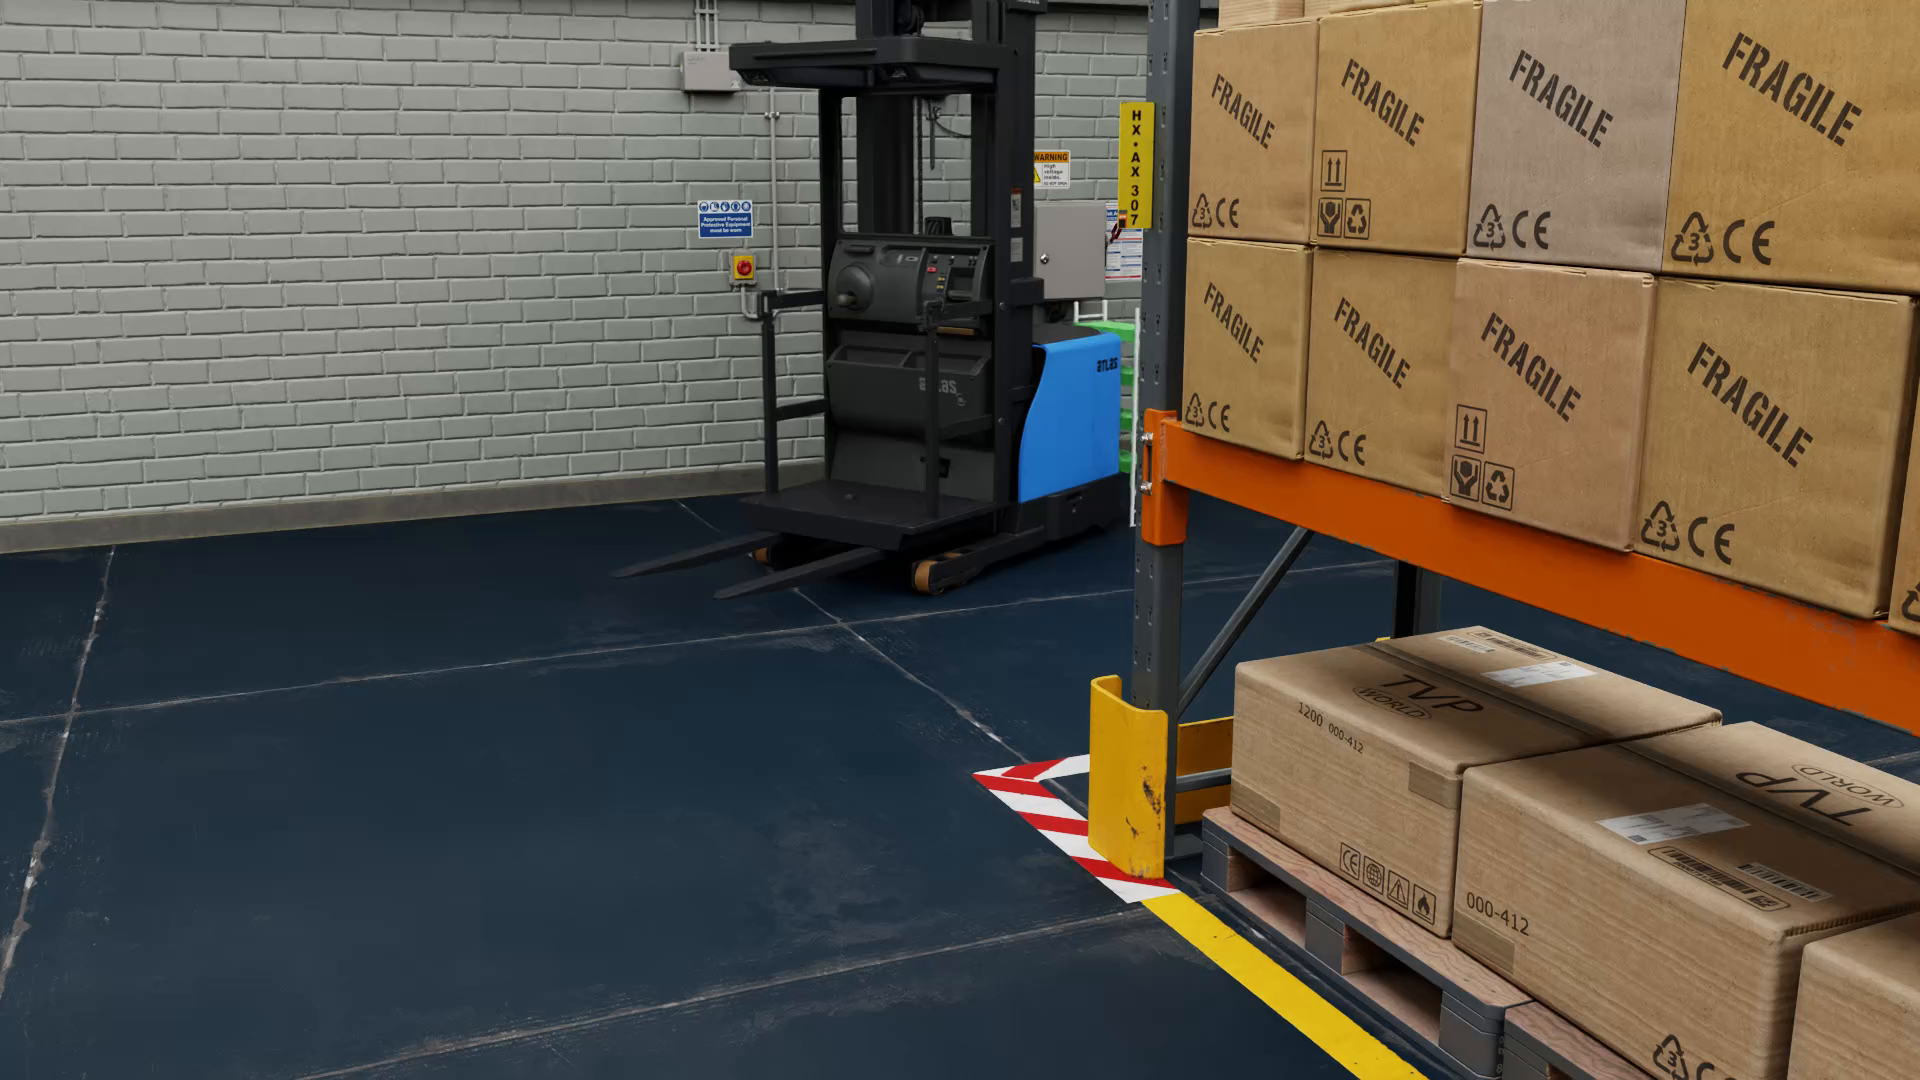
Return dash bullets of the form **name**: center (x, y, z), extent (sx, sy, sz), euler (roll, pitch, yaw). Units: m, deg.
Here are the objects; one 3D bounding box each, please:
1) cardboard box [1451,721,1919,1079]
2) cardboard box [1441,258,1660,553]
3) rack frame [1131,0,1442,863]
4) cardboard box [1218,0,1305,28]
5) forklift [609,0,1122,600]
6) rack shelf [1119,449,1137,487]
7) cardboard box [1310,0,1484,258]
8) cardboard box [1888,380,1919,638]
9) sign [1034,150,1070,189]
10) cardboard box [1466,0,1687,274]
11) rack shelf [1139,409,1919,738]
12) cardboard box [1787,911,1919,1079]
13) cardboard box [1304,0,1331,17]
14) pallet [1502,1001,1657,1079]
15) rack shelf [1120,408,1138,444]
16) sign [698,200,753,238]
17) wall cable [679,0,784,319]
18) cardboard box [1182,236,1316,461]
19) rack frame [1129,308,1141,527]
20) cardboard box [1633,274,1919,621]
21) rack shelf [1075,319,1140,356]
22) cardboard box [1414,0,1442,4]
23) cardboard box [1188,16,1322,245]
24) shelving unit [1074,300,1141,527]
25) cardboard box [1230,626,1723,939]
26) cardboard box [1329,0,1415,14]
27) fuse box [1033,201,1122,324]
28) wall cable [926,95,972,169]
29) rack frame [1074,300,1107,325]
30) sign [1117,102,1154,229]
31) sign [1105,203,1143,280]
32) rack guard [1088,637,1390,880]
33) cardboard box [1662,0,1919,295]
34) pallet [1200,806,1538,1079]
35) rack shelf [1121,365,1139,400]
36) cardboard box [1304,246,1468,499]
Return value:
- **cardboard box**: center (1.706, 0.782, 3.589), extent (0.875, 0.438, 0.875), euler (-5, 14, -21)
- **cardboard box**: center (1.320, -0.292, 3.258), extent (0.500, 0.500, 0.500), euler (-6, 14, -23)
- **rack frame**: center (0.975, -0.577, 4.711), extent (1.000, 3.000, 0.127), euler (-6, 14, -23)
- **cardboard box**: center (0.864, -1.331, 4.089), extent (0.380, 0.149, 0.250), euler (-5, 14, -22)
- **forklift**: center (-0.378, -1.292, 7.952), extent (1.130, 2.935, 3.031), euler (9, 16, 34)
- **rack shelf**: center (0.885, -0.423, 9.380), extent (0.258, 0.148, 0.480), euler (-10, 16, -37)
- **cardboard box**: center (1.120, -0.882, 3.589), extent (0.500, 0.500, 0.500), euler (-6, 14, -24)
- **cardboard box**: center (1.732, -0.081, 2.344), extent (0.500, 0.500, 0.500), euler (-6, 14, -24)
- **sign**: center (0.545, -2.340, 10.495), extent (0.339, 0.242, 0.001), euler (-6, 14, -23)
- **cardboard box**: center (1.333, -0.776, 3.133), extent (0.500, 0.500, 0.500), euler (-6, 14, -23)
- **rack shelf**: center (1.777, 0.187, 3.007), extent (1.077, 0.370, 4.000), euler (-6, 14, -23)
- **cardboard box**: center (2.065, 0.969, 2.783), extent (0.875, 0.438, 0.875), euler (-6, 14, -25)
- **cardboard box**: center (1.034, -1.283, 3.883), extent (0.380, 0.149, 0.250), euler (-5, 14, -22)
- **pallet**: center (1.852, 1.191, 3.255), extent (1.003, 0.211, 1.213), euler (-6, 14, -23)
- **rack shelf**: center (0.886, -0.656, 9.327), extent (0.258, 0.148, 0.480), euler (-10, 16, -37)
- **sign**: center (-1.373, -1.880, 9.741), extent (0.327, 0.218, 0.001), euler (-6, 14, -23)
- **wall cable**: center (-1.305, -2.250, 9.618), extent (0.585, 1.953, 0.123), euler (-6, 14, -23)
- **cardboard box**: center (0.905, -0.501, 4.159), extent (0.500, 0.500, 0.500), euler (-6, 14, -23)
- **rack frame**: center (1.037, -0.676, 9.126), extent (0.240, 1.200, 0.015), euler (-10, 16, -37)
- **cardboard box**: center (1.536, -0.190, 2.817), extent (0.500, 0.500, 0.500), euler (-5, 14, -21)
- **rack shelf**: center (0.887, -1.124, 9.219), extent (0.258, 0.148, 0.480), euler (-10, 16, -37)
- **cardboard box**: center (1.155, -1.166, 3.378), extent (0.380, 0.149, 0.250), euler (-6, 14, -25)
- **cardboard box**: center (0.907, -0.988, 4.048), extent (0.500, 0.500, 0.500), euler (-6, 14, -24)
- **shelving unit**: center (0.886, -0.719, 9.312), extent (0.258, 1.200, 0.503), euler (-10, 16, -37)
- **cardboard box**: center (1.331, 0.594, 4.403), extent (0.875, 0.438, 0.875), euler (-6, 14, -25)
- **cardboard box**: center (1.033, -1.219, 3.606), extent (0.380, 0.149, 0.250), euler (-5, 14, -21)
- **fuse box**: center (0.678, -1.272, 10.570), extent (0.539, 1.711, 0.414), euler (-6, 14, -23)
- **wall cable**: center (-0.010, -2.365, 10.185), extent (0.588, 1.984, 0.122), euler (-6, 14, -23)
- **rack frame**: center (0.735, -0.762, 9.499), extent (0.240, 1.200, 0.015), euler (-10, 16, -37)
- **sign**: center (0.465, -0.989, 4.393), extent (0.100, 0.325, 0.005), euler (-6, 14, -23)
- **sign**: center (1.048, -1.941, 10.814), extent (0.329, 0.494, 0.001), euler (-6, 14, -23)
- **rack guard**: center (0.966, 0.636, 5.015), extent (1.175, 0.500, 0.348), euler (-6, 14, -23)
- **cardboard box**: center (1.534, -0.673, 2.688), extent (0.500, 0.500, 0.500), euler (-6, 14, -23)
- **pallet**: center (1.367, 0.940, 4.342), extent (1.003, 0.211, 1.213), euler (-6, 14, -23)
- **rack shelf**: center (0.887, -0.890, 9.273), extent (0.258, 0.148, 0.480), euler (-10, 16, -37)
- **cardboard box**: center (1.133, -0.399, 3.719), extent (0.500, 0.500, 0.500), euler (-6, 14, -24)
